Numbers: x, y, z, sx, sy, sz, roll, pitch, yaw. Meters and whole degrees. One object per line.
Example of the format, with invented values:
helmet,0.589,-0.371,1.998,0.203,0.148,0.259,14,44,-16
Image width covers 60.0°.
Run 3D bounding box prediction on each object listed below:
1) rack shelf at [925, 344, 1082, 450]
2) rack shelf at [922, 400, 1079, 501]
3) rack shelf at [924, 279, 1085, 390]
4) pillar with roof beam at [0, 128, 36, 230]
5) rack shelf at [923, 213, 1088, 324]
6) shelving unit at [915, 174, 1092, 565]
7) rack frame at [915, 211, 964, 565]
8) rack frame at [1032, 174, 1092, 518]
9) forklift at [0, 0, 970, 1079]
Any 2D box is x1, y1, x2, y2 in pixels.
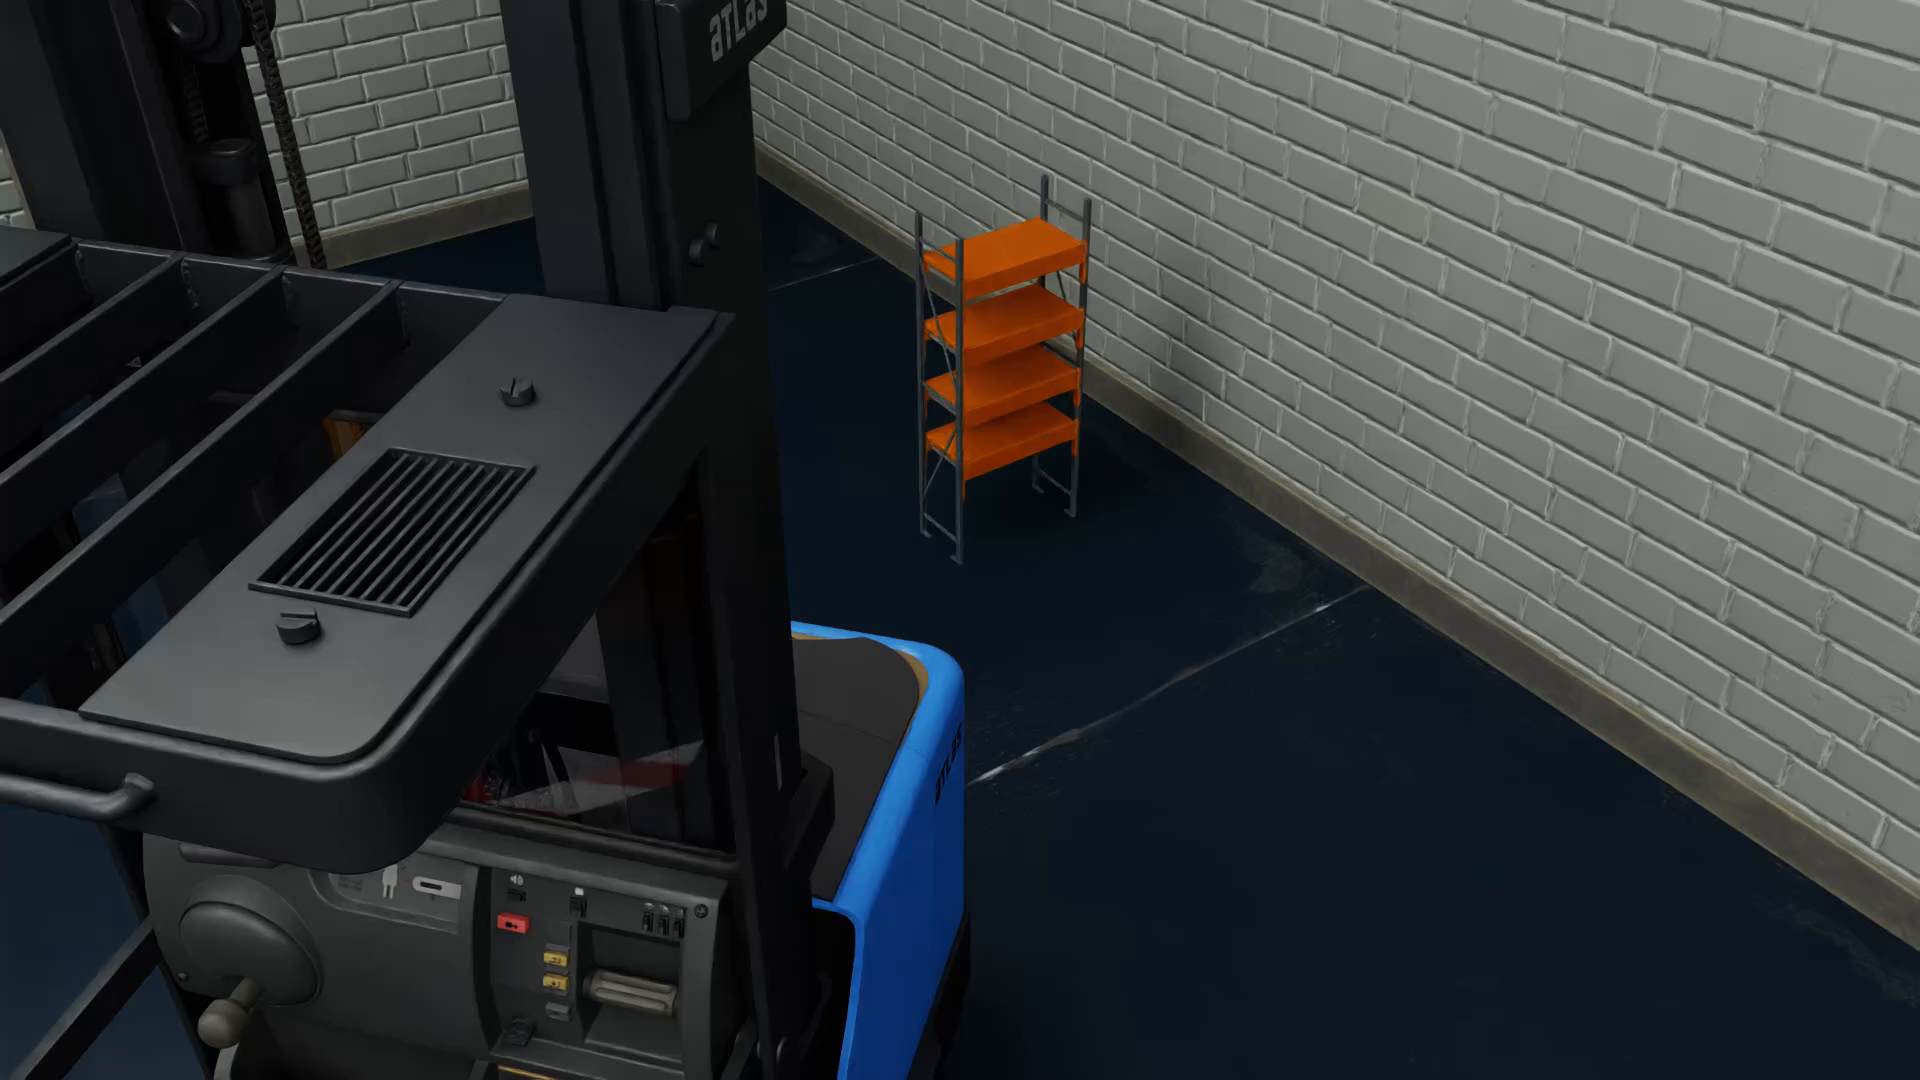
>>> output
rack shelf,0.135,-0.488,5.516,0.480,0.148,0.258,-22,41,-28
rack shelf,0.135,-0.327,5.632,0.480,0.148,0.258,-22,41,-28
rack shelf,0.135,-0.670,5.386,0.480,0.148,0.258,-22,41,-28
pillar with roof beam,-0.993,-2.449,1.448,0.400,9.000,9.100,-22,41,-28
rack shelf,0.135,-0.862,5.248,0.480,0.148,0.258,-22,41,-28
shelving unit,0.135,-0.543,5.477,0.503,1.200,0.258,-22,41,-28
rack frame,-0.064,-0.461,5.363,0.015,1.200,0.240,-22,41,-28
rack frame,0.335,-0.625,5.591,0.015,1.200,0.240,-22,41,-28
forklift,-0.848,0.674,2.302,1.130,2.935,3.031,9,37,12
